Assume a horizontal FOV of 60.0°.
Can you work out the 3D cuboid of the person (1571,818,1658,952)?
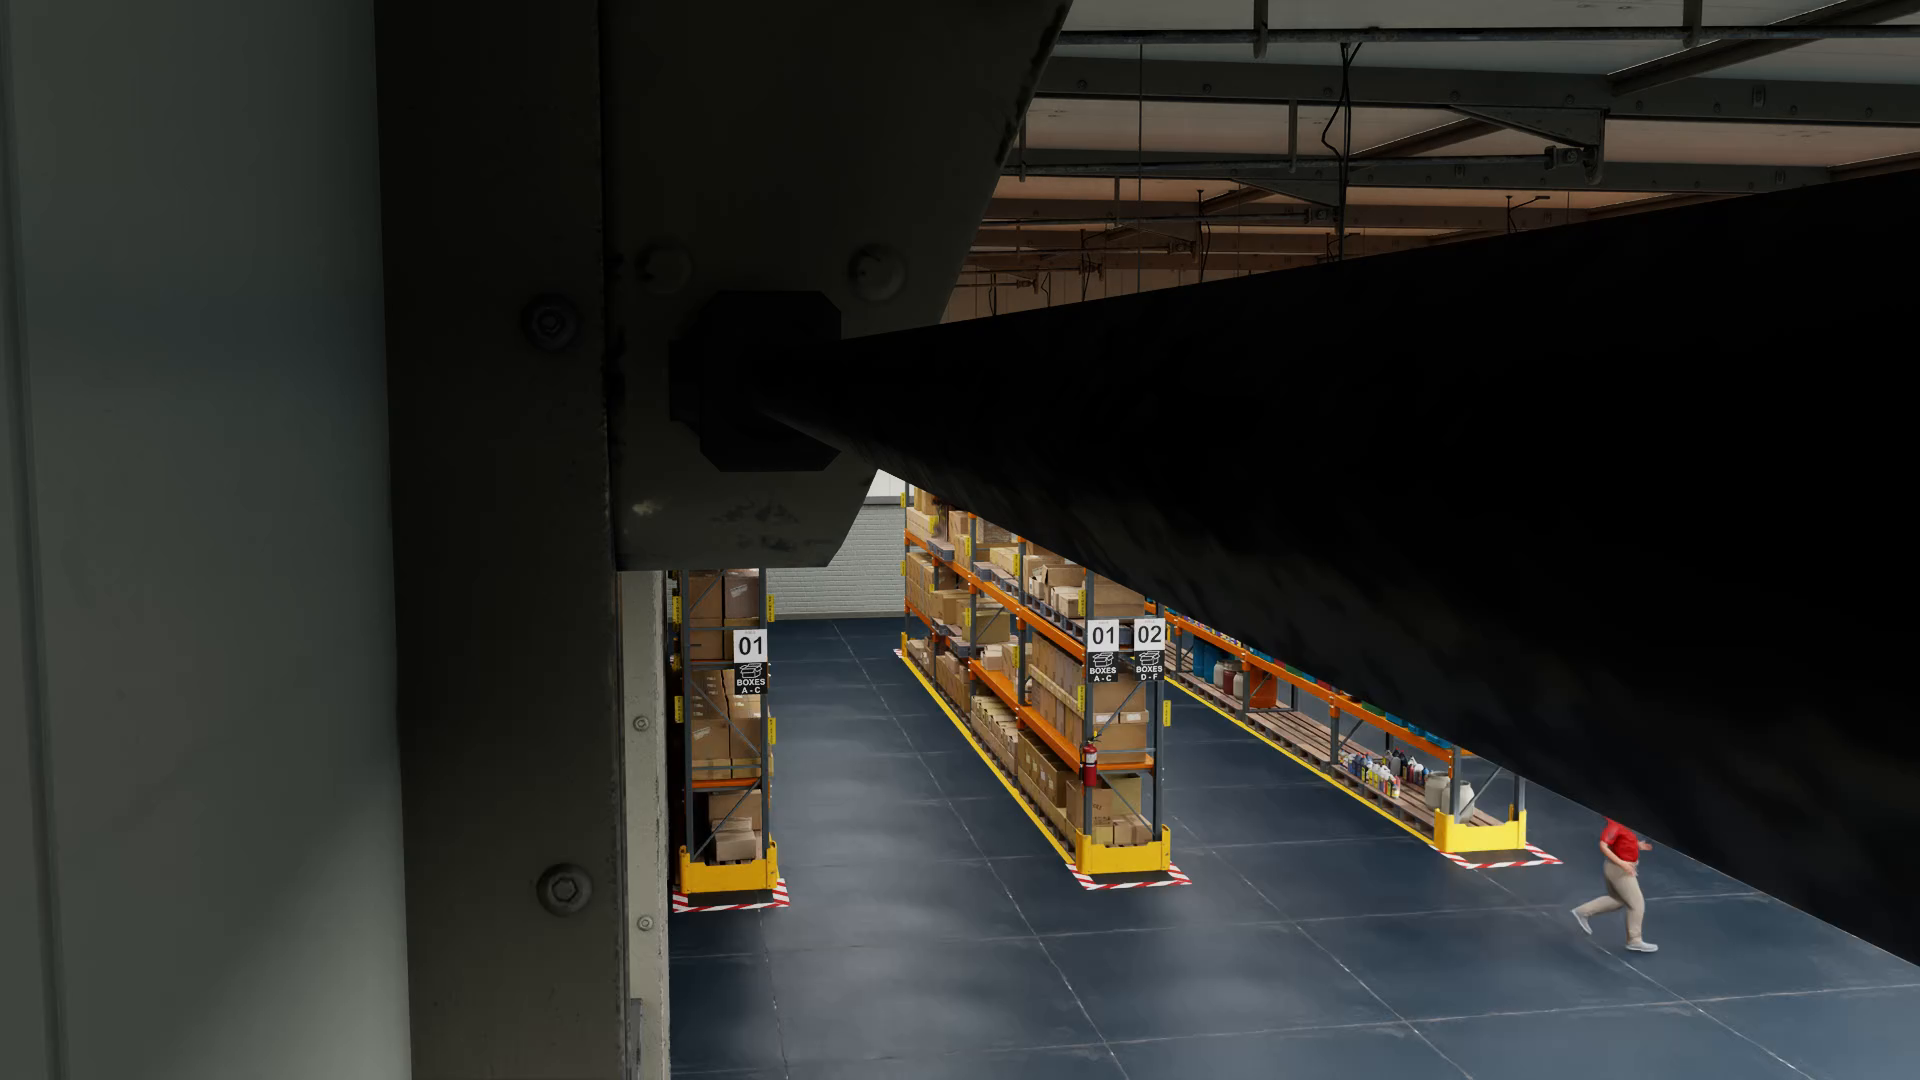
[{"bbox_3d":[7.169,3.606,18.124,0.873,1.692,0.676,2,6,18],"label":"person"}]
